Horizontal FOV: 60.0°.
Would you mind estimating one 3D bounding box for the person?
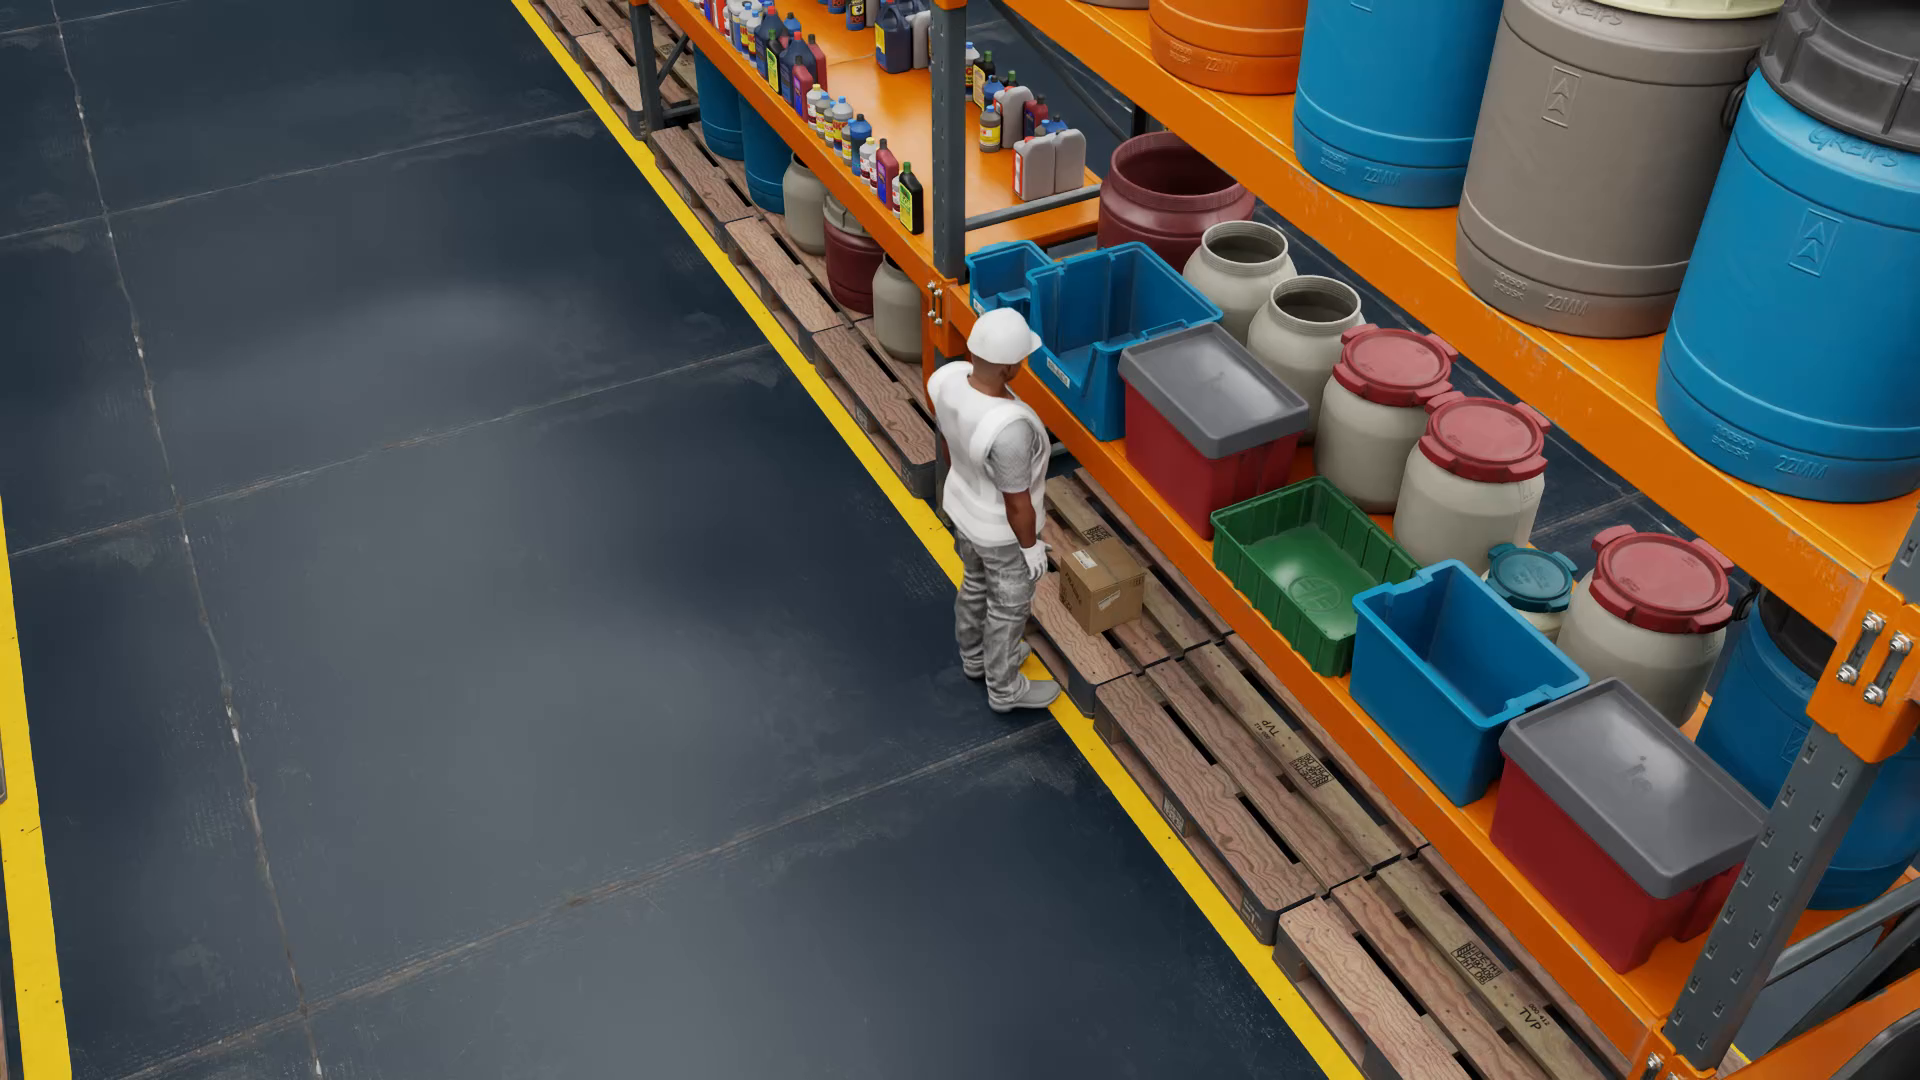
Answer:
[{"bbox_3d":[0.153,-0.099,6.235,0.404,1.789,0.561,-19,44,-21],"label":"person"}]
